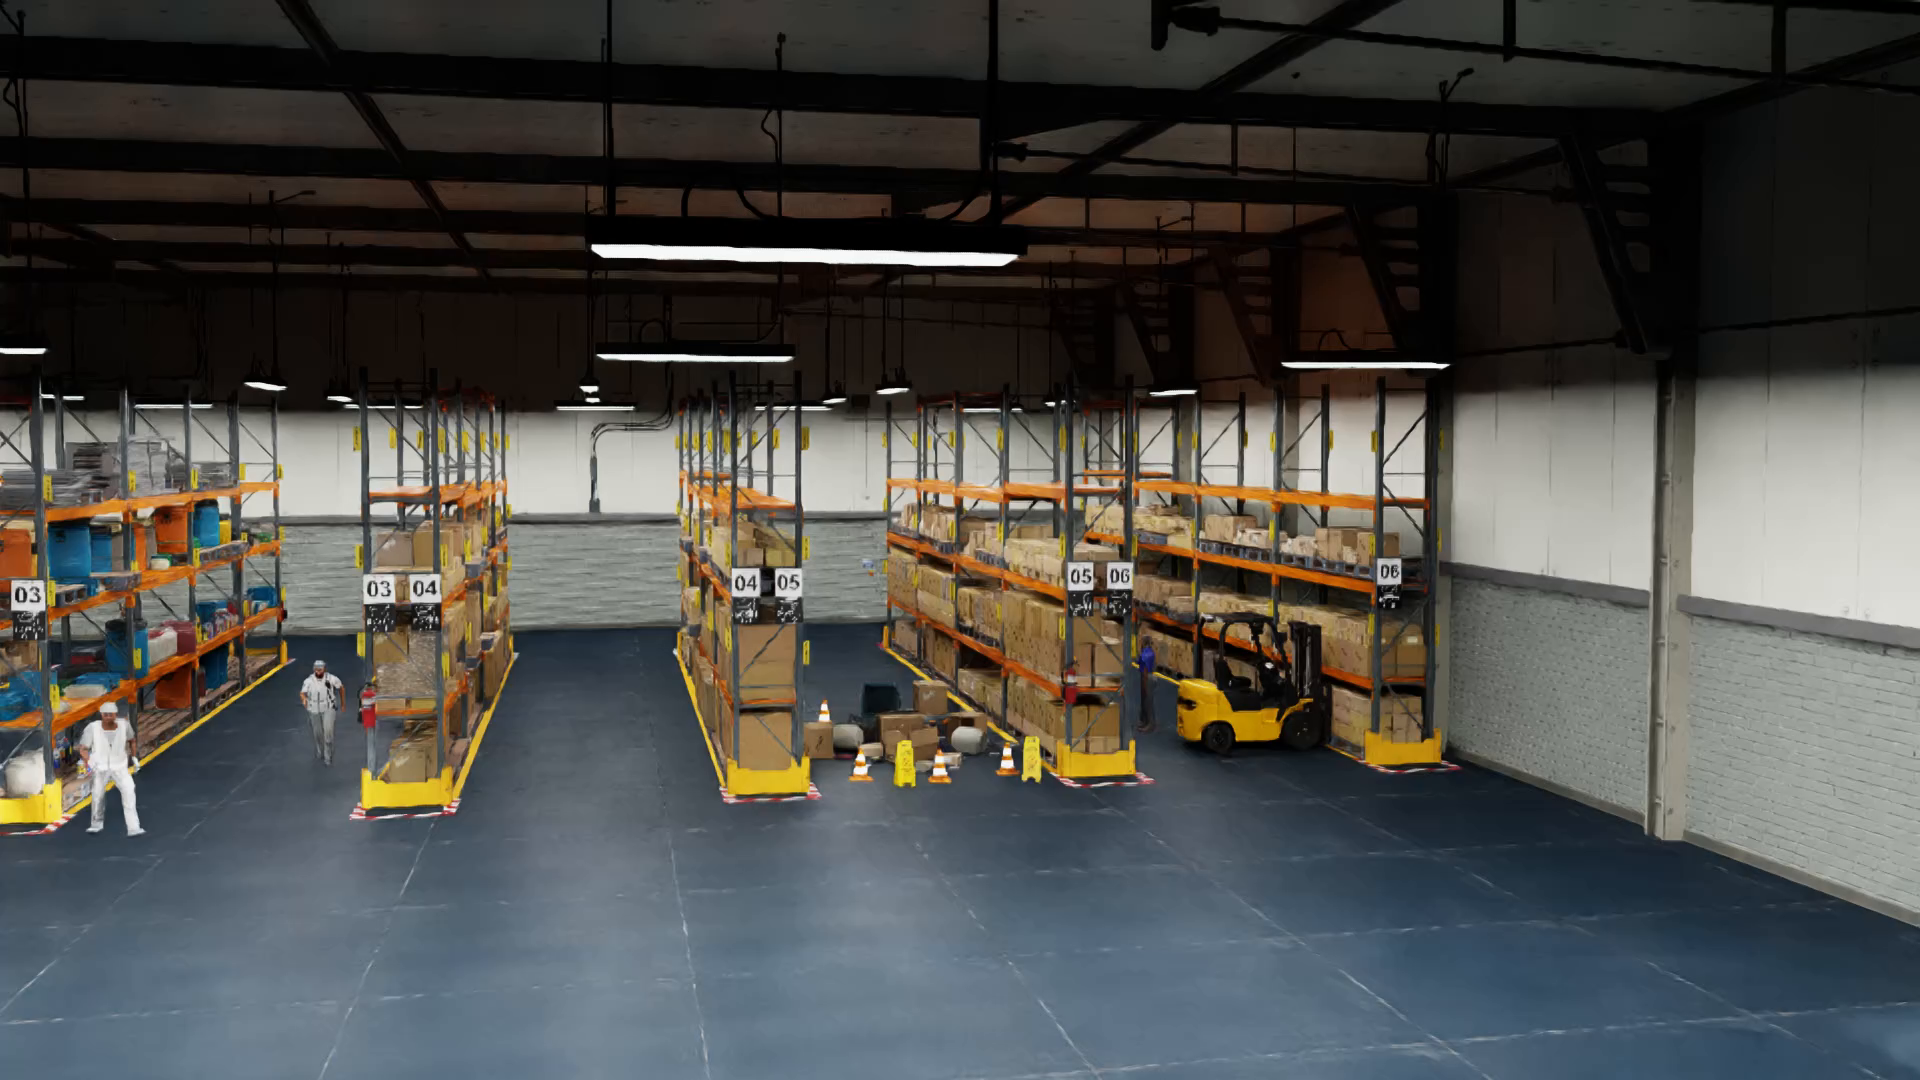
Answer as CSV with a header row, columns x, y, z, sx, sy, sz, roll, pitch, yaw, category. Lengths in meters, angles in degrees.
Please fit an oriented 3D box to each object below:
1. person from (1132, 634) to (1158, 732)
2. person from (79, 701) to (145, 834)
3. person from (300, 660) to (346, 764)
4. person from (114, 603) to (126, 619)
x,y,z,sx,sy,sz,roll,pitch,yaw,category
3.187,2.456,28.694,0.465,1.662,0.498,1,4,18,person
-10.778,2.878,21.098,0.706,1.714,0.828,-2,4,-29,person
-9.992,2.656,26.043,0.628,1.599,0.828,0,3,-7,person
-17.629,2.098,35.126,0.495,1.589,1.086,-1,3,-10,person
